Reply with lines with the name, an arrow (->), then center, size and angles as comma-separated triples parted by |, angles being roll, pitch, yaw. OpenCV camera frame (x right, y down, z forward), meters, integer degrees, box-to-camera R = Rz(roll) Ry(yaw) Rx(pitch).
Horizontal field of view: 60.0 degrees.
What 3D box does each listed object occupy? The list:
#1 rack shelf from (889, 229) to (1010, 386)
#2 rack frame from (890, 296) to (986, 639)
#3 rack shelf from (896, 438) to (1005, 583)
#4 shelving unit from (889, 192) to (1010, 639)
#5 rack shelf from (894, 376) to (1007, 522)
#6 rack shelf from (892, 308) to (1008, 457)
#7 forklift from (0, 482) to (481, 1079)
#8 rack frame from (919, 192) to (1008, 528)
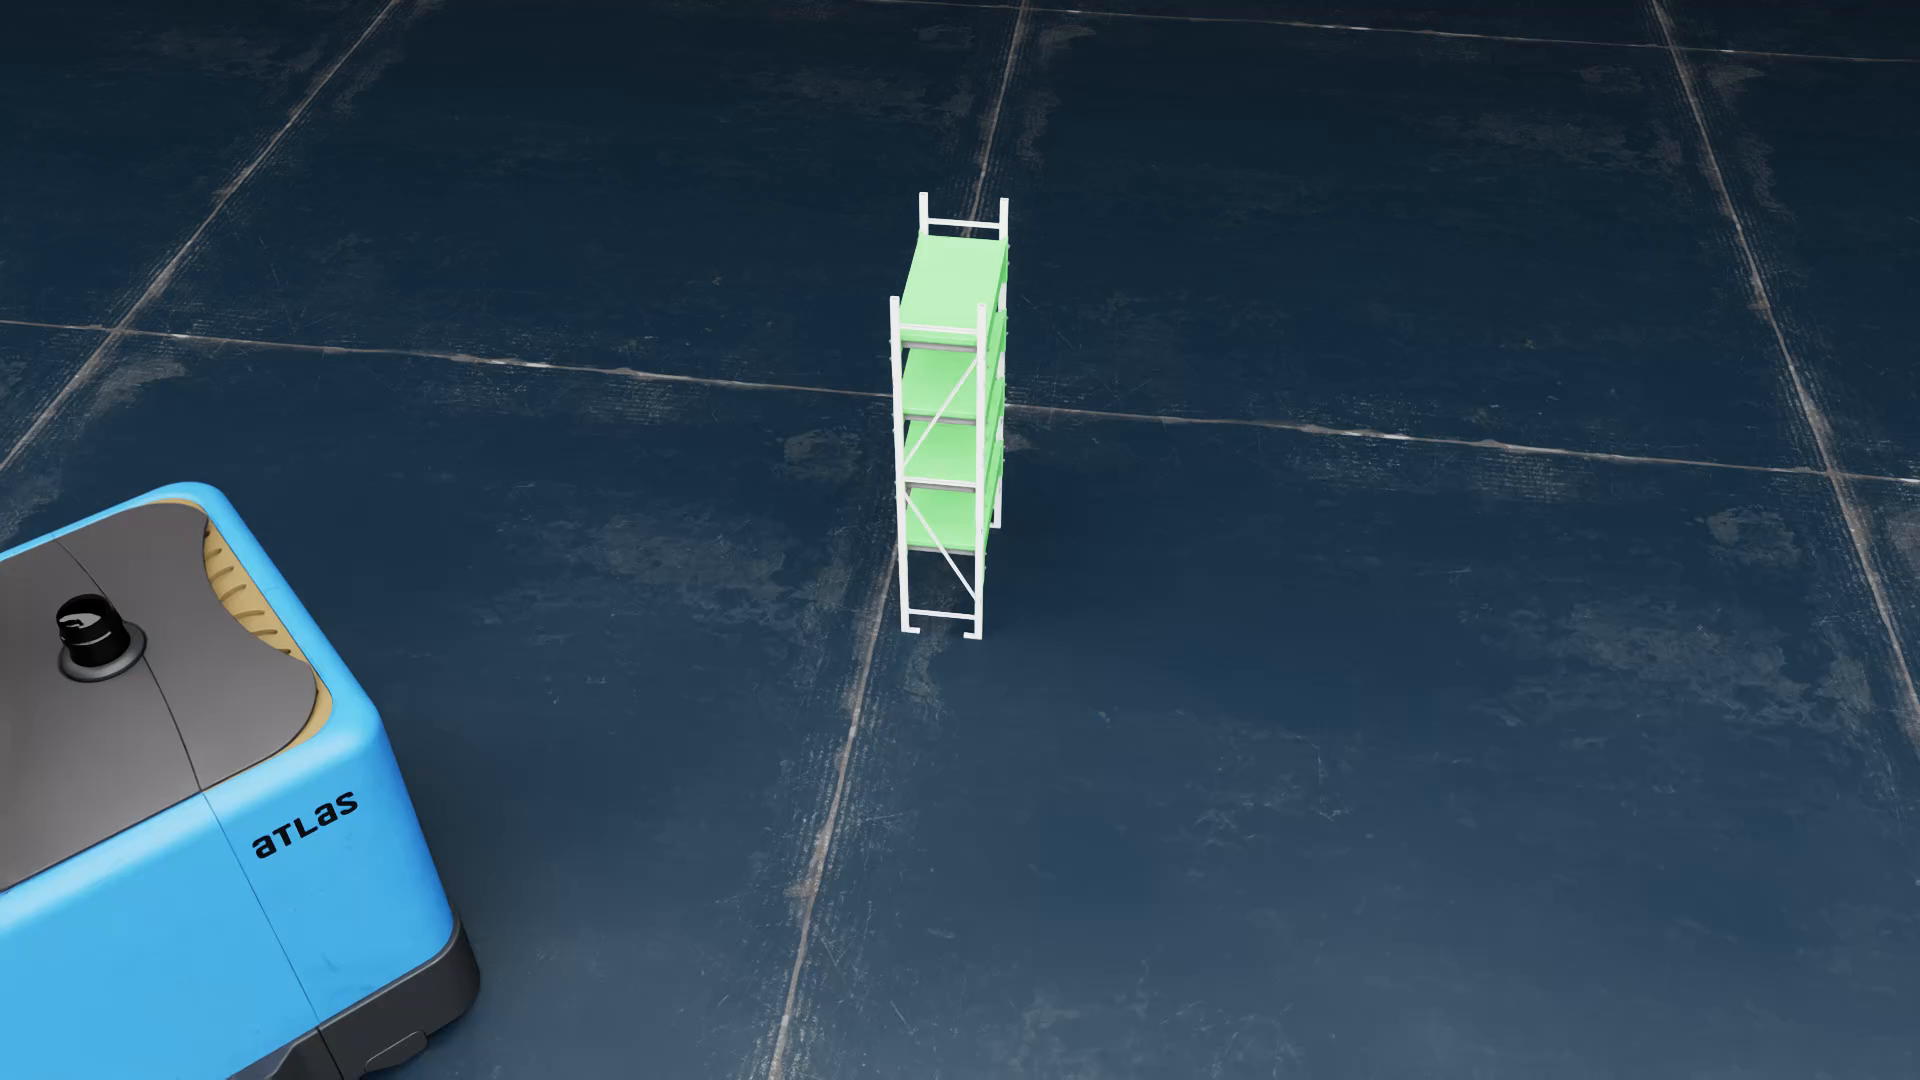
rack shelf -> -0.022, -0.625, 4.432 | 0.258, 0.148, 0.480 | 5, 44, 6
rack frame -> -0.054, -0.157, 4.543 | 0.240, 1.200, 0.015 | 5, 44, 6
rack shelf -> -0.022, -0.102, 4.927 | 0.258, 0.148, 0.480 | 5, 44, 6
shelving unit -> -0.022, -0.323, 4.718 | 0.258, 1.200, 0.503 | 5, 44, 6
rack shelf -> -0.022, -0.276, 4.762 | 0.258, 0.148, 0.480 | 5, 44, 6
rack shelf -> -0.022, -0.451, 4.597 | 0.258, 0.148, 0.480 | 5, 44, 6
forklift -> -2.625, 0.445, 2.648 | 3.031, 2.935, 1.130 | -29, 50, -27
rack frame -> 0.010, -0.489, 4.894 | 0.240, 1.200, 0.015 | 5, 44, 6
